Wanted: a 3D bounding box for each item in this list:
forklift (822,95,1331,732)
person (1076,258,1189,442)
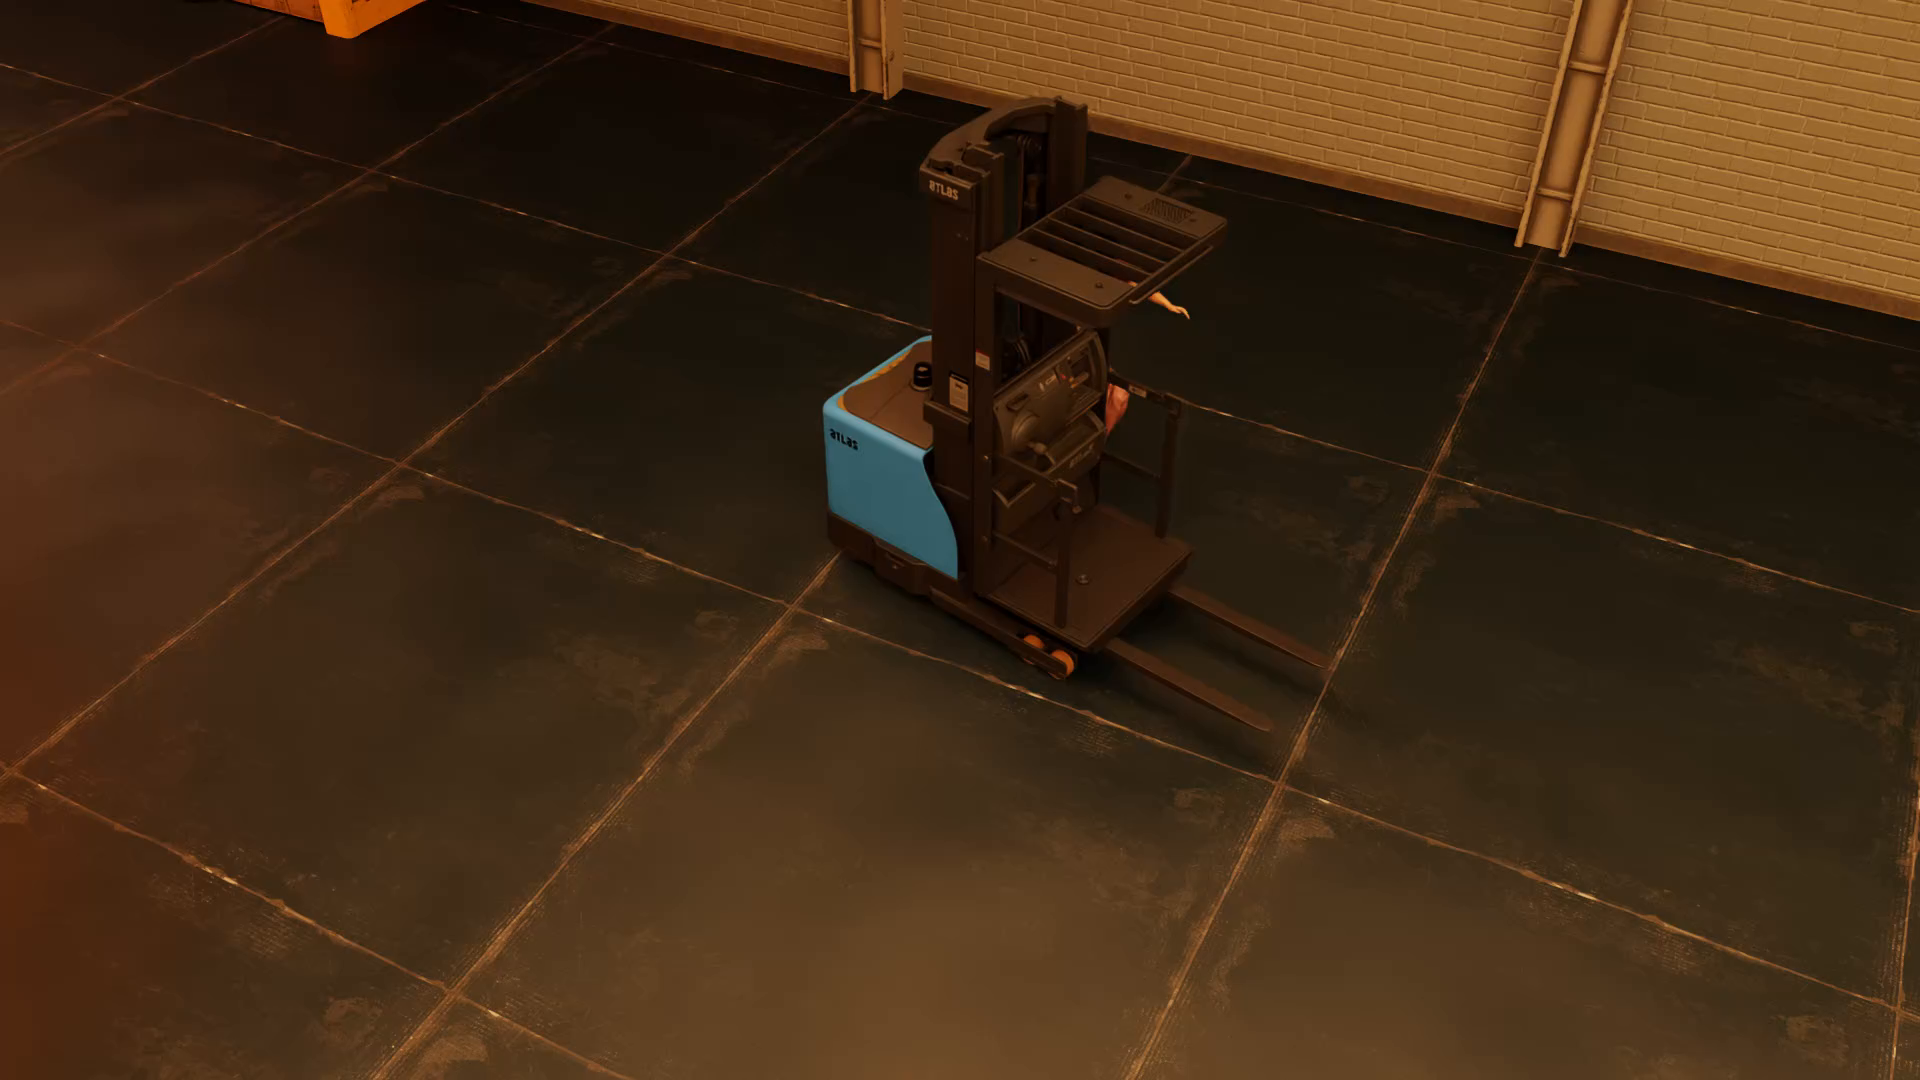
[{"bbox_3d":[0.655,-0.727,8.850,3.031,2.935,1.130,28,47,29],"label":"forklift"},{"bbox_3d":[0.980,-1.097,10.453,0.819,1.434,0.990,9,41,10],"label":"person"}]
